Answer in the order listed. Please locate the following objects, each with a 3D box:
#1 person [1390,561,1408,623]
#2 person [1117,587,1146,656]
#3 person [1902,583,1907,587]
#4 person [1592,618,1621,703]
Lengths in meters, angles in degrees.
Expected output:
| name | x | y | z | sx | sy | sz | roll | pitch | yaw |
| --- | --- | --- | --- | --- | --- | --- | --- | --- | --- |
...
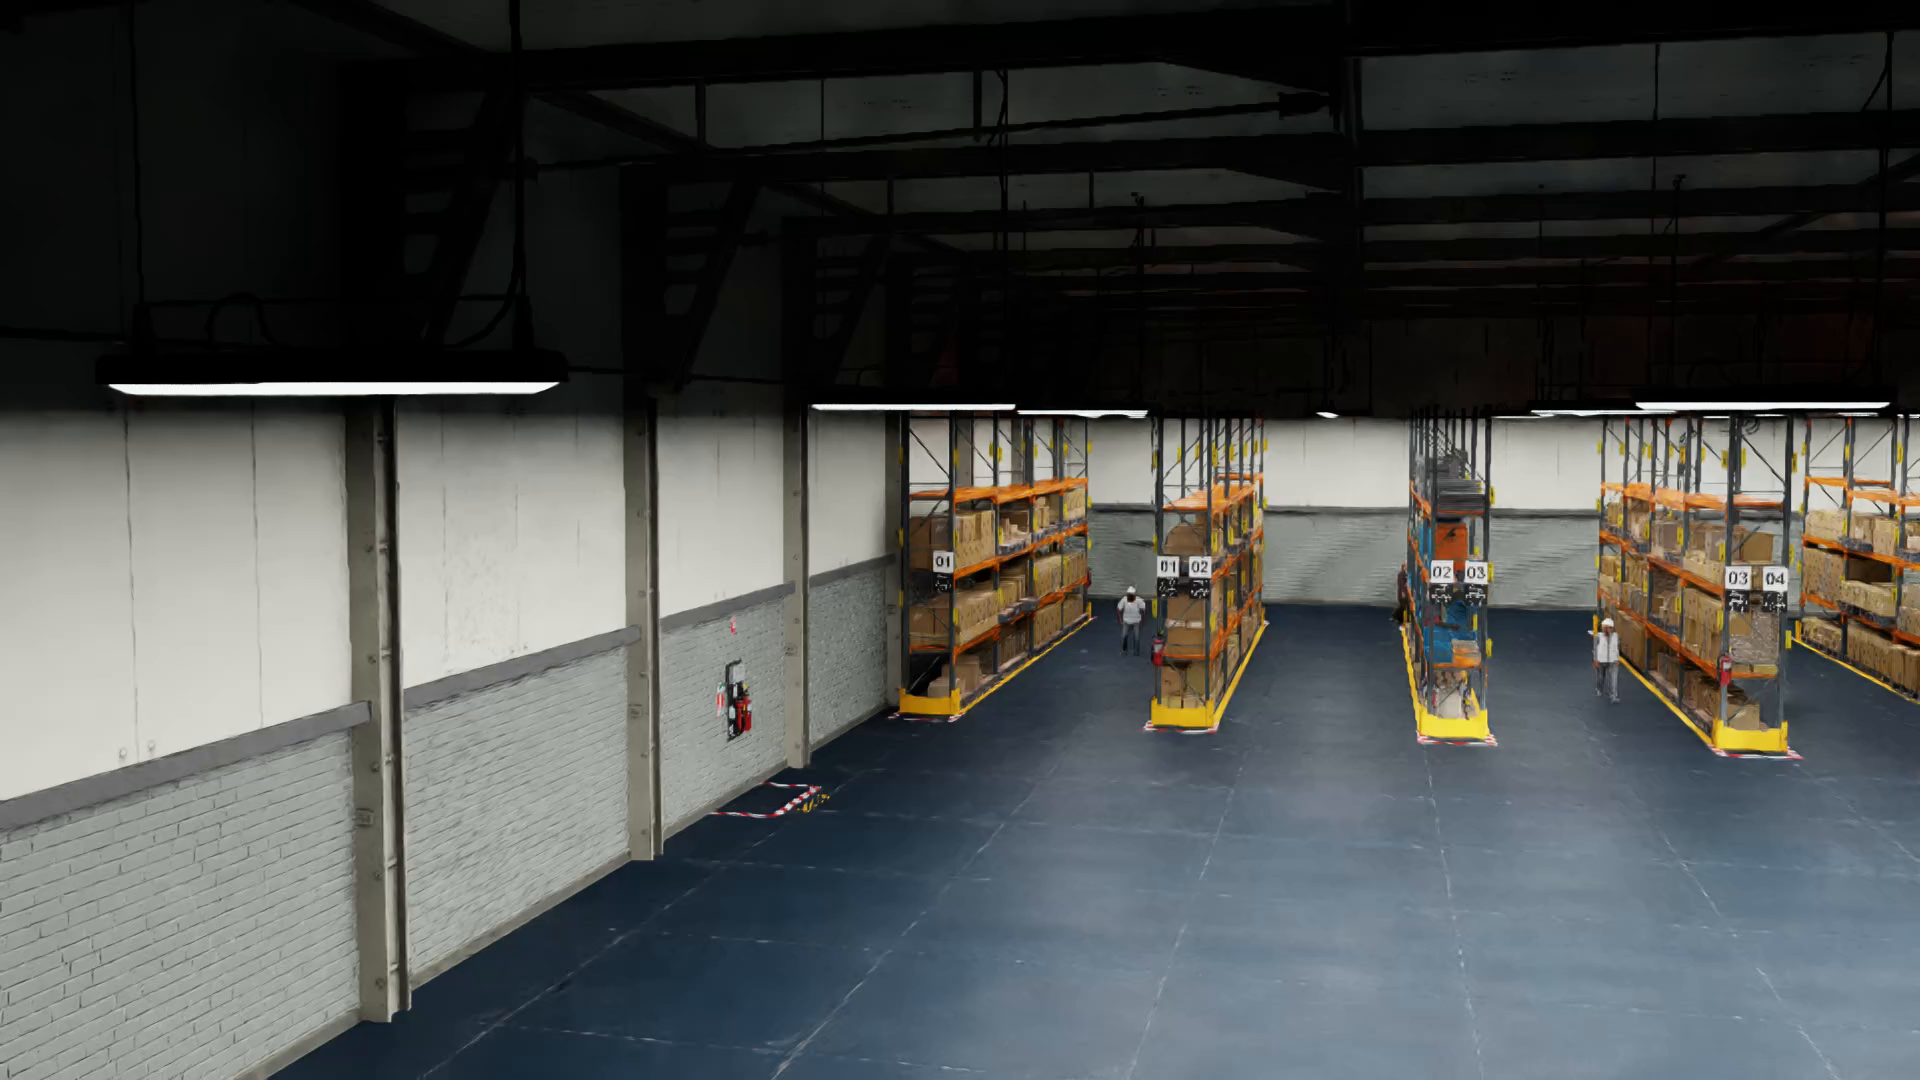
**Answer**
| name | x | y | z | sx | sy | sz | roll | pitch | yaw |
| --- | --- | --- | --- | --- | --- | --- | --- | --- | --- |
| person | 12.437 | 1.465 | 46.869 | 0.520 | 1.770 | 0.737 | 3 | 5 | 38 |
| person | 4.164 | 1.974 | 40.443 | 0.719 | 1.714 | 0.578 | 1 | 4 | 12 |
| person | 23.611 | 1.903 | 41.457 | 0.422 | 1.677 | 0.502 | -1 | 4 | -17 |
| person | 13.201 | 2.427 | 33.959 | 0.543 | 1.700 | 1.115 | 1 | 4 | 16 |
